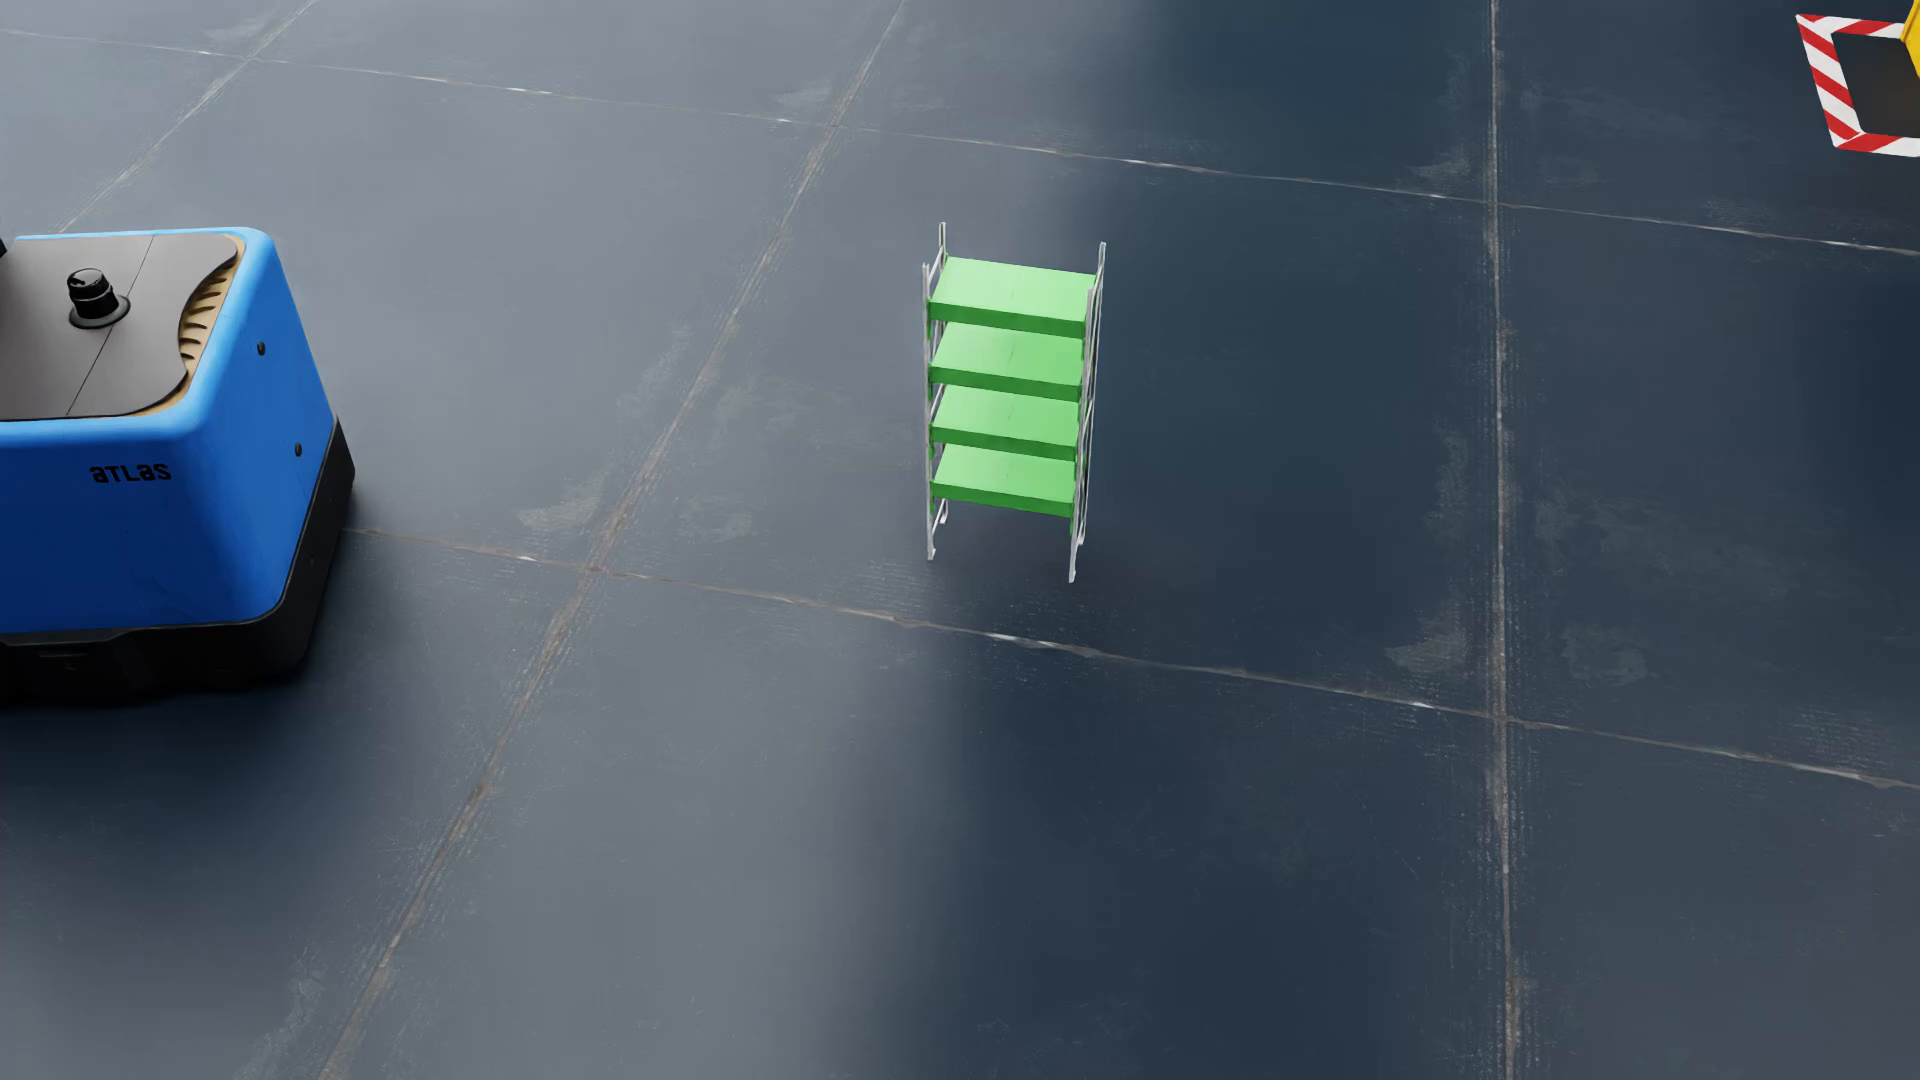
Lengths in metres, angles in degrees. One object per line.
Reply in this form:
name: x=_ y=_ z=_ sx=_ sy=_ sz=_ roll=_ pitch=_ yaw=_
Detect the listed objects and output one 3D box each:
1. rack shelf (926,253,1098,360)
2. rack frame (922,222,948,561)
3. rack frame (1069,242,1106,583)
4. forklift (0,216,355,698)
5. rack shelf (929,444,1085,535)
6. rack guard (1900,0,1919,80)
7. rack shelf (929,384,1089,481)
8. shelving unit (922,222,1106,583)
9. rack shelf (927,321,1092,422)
rack shelf: x=0.162 y=-0.707 z=5.019 sx=0.480 sy=0.148 sz=0.258 roll=9 pitch=45 yaw=9
rack frame: x=-0.077 y=-0.444 z=5.346 sx=0.015 sy=1.200 sz=0.240 roll=9 pitch=45 yaw=9
rack frame: x=0.400 y=-0.370 z=5.269 sx=0.015 sy=1.200 sz=0.240 roll=9 pitch=45 yaw=9
forklift: x=-3.620 y=-0.866 z=4.536 sx=3.031 sy=2.935 sz=1.130 roll=-3 pitch=44 yaw=-3
rack shelf: x=0.162 y=-0.188 z=5.519 sx=0.480 sy=0.148 sz=0.258 roll=9 pitch=45 yaw=9
rack guard: x=4.797 y=-2.341 z=7.822 sx=0.348 sy=0.500 sz=1.175 roll=9 pitch=45 yaw=9
rack shelf: x=0.162 y=-0.361 z=5.352 sx=0.480 sy=0.148 sz=0.258 roll=9 pitch=45 yaw=9
shelving unit: x=0.162 y=-0.407 z=5.308 sx=0.503 sy=1.200 sz=0.258 roll=9 pitch=45 yaw=9
rack shelf: x=0.162 y=-0.534 z=5.186 sx=0.480 sy=0.148 sz=0.258 roll=9 pitch=45 yaw=9
